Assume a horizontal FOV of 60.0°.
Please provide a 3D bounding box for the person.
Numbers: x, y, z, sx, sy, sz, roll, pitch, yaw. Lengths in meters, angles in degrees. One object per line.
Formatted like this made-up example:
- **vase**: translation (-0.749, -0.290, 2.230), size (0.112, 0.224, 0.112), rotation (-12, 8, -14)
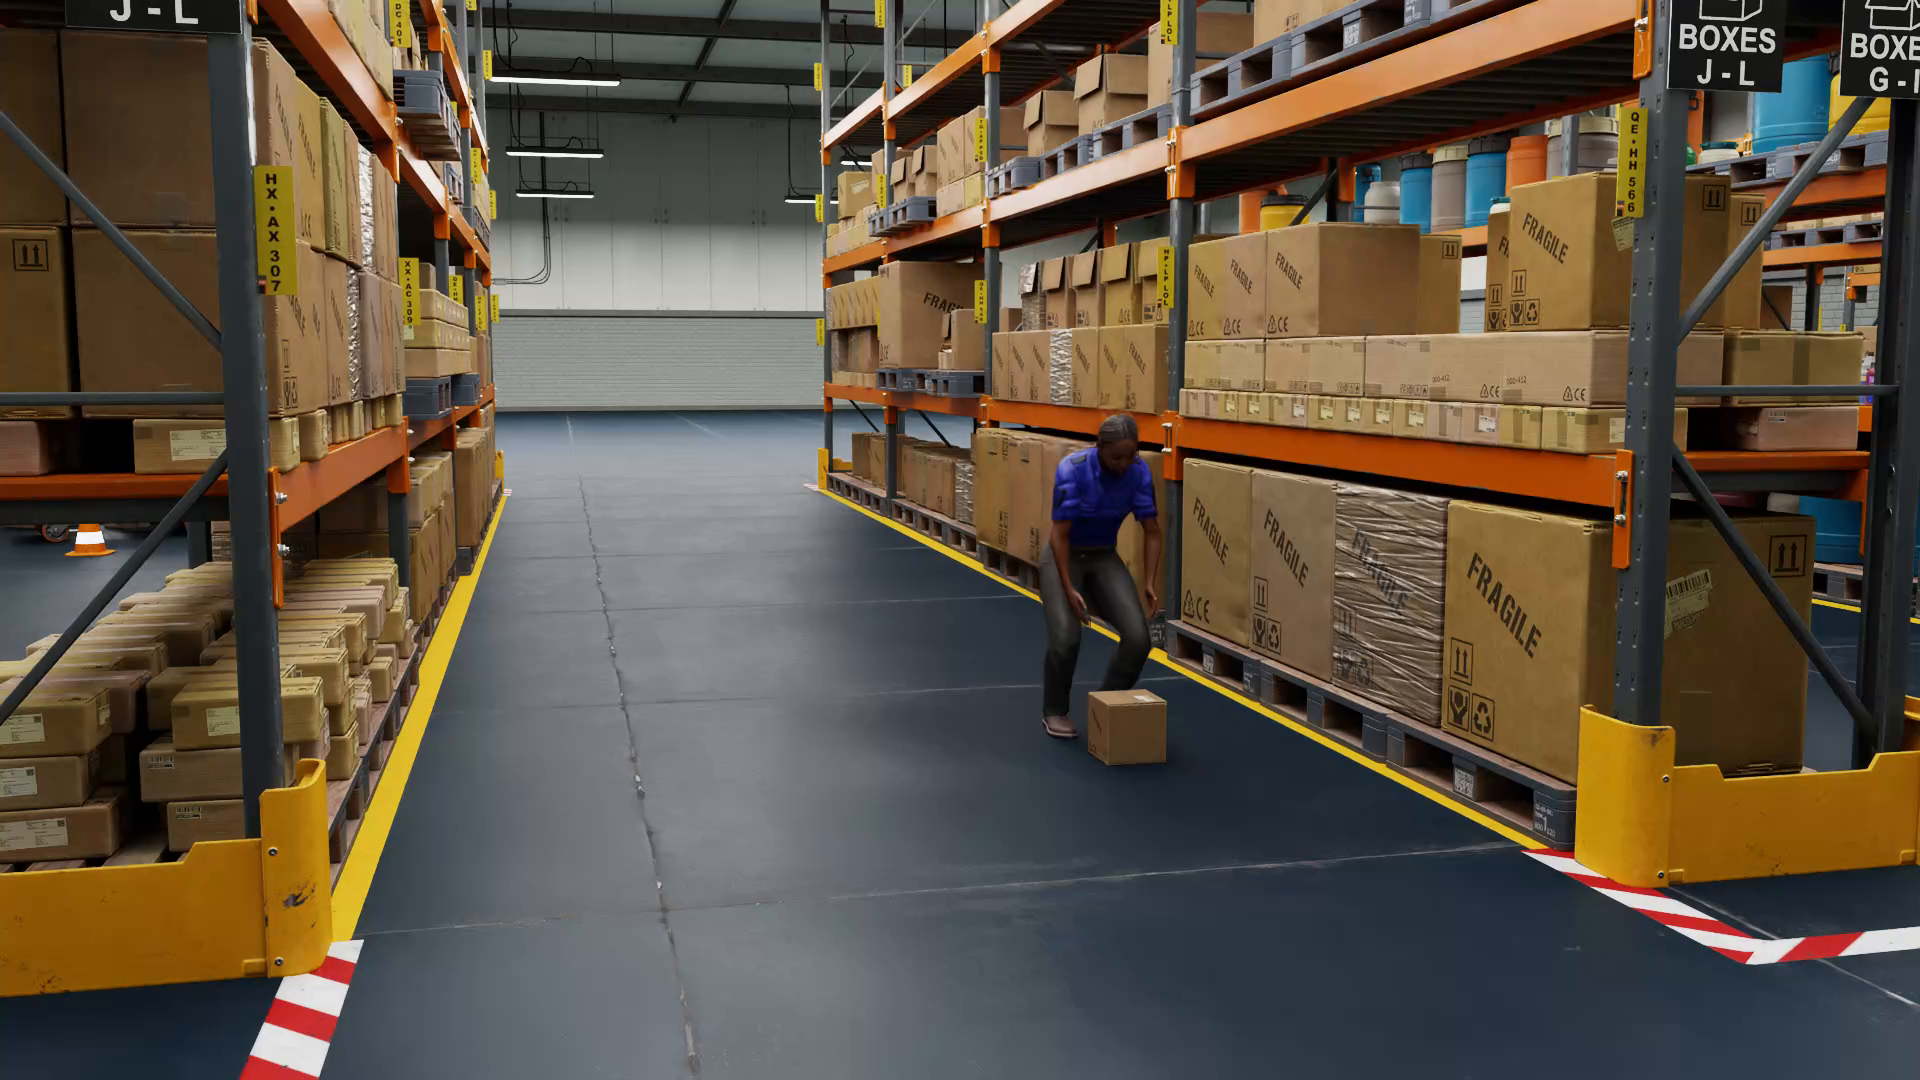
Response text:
- **person**: translation (0.604, 0.206, 7.112), size (0.499, 1.278, 0.684), rotation (-2, 6, -14)
